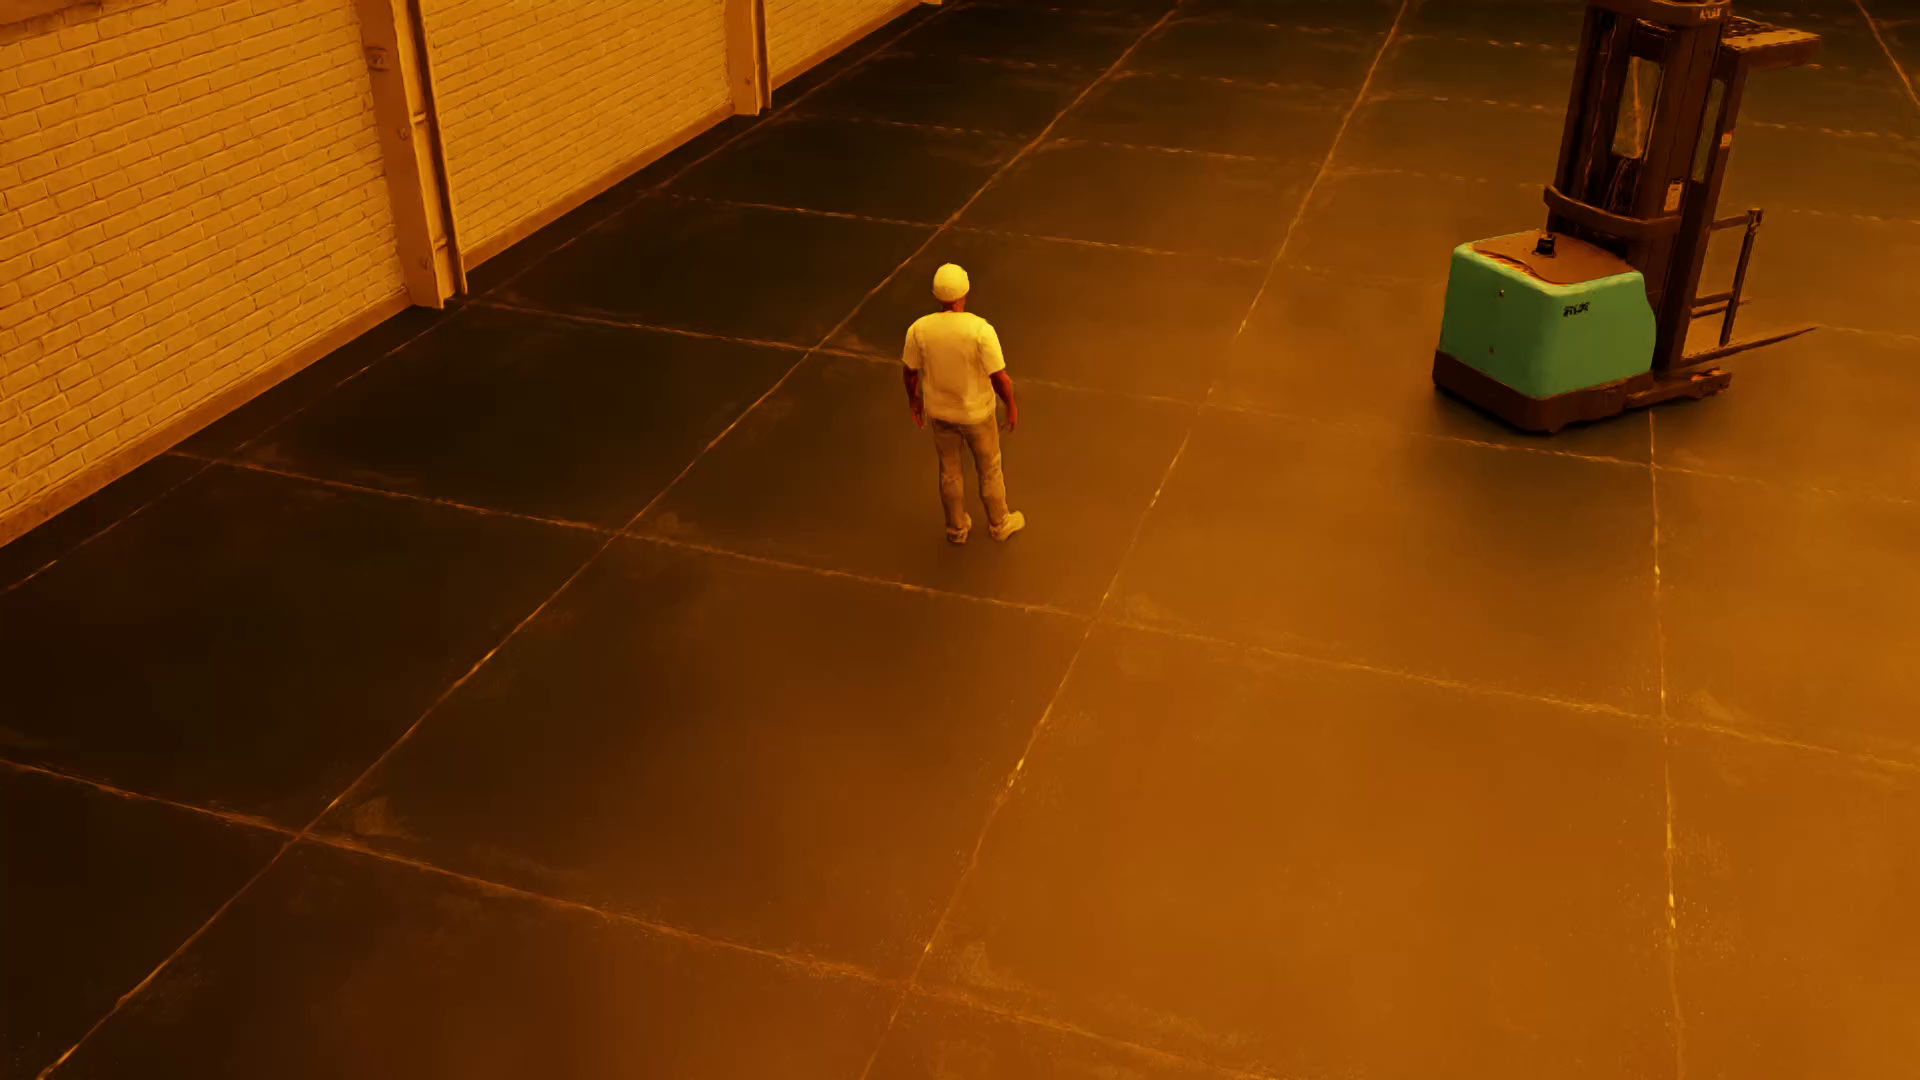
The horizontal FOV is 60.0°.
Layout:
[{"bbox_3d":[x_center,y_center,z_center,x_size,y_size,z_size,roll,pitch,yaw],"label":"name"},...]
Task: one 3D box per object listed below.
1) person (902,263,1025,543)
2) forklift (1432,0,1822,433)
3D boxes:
[{"bbox_3d":[0.028,-0.805,9.711,0.665,1.766,0.576,10,31,16],"label":"person"},{"bbox_3d":[4.954,-2.503,11.528,3.031,2.935,1.130,-14,33,-23],"label":"forklift"}]
